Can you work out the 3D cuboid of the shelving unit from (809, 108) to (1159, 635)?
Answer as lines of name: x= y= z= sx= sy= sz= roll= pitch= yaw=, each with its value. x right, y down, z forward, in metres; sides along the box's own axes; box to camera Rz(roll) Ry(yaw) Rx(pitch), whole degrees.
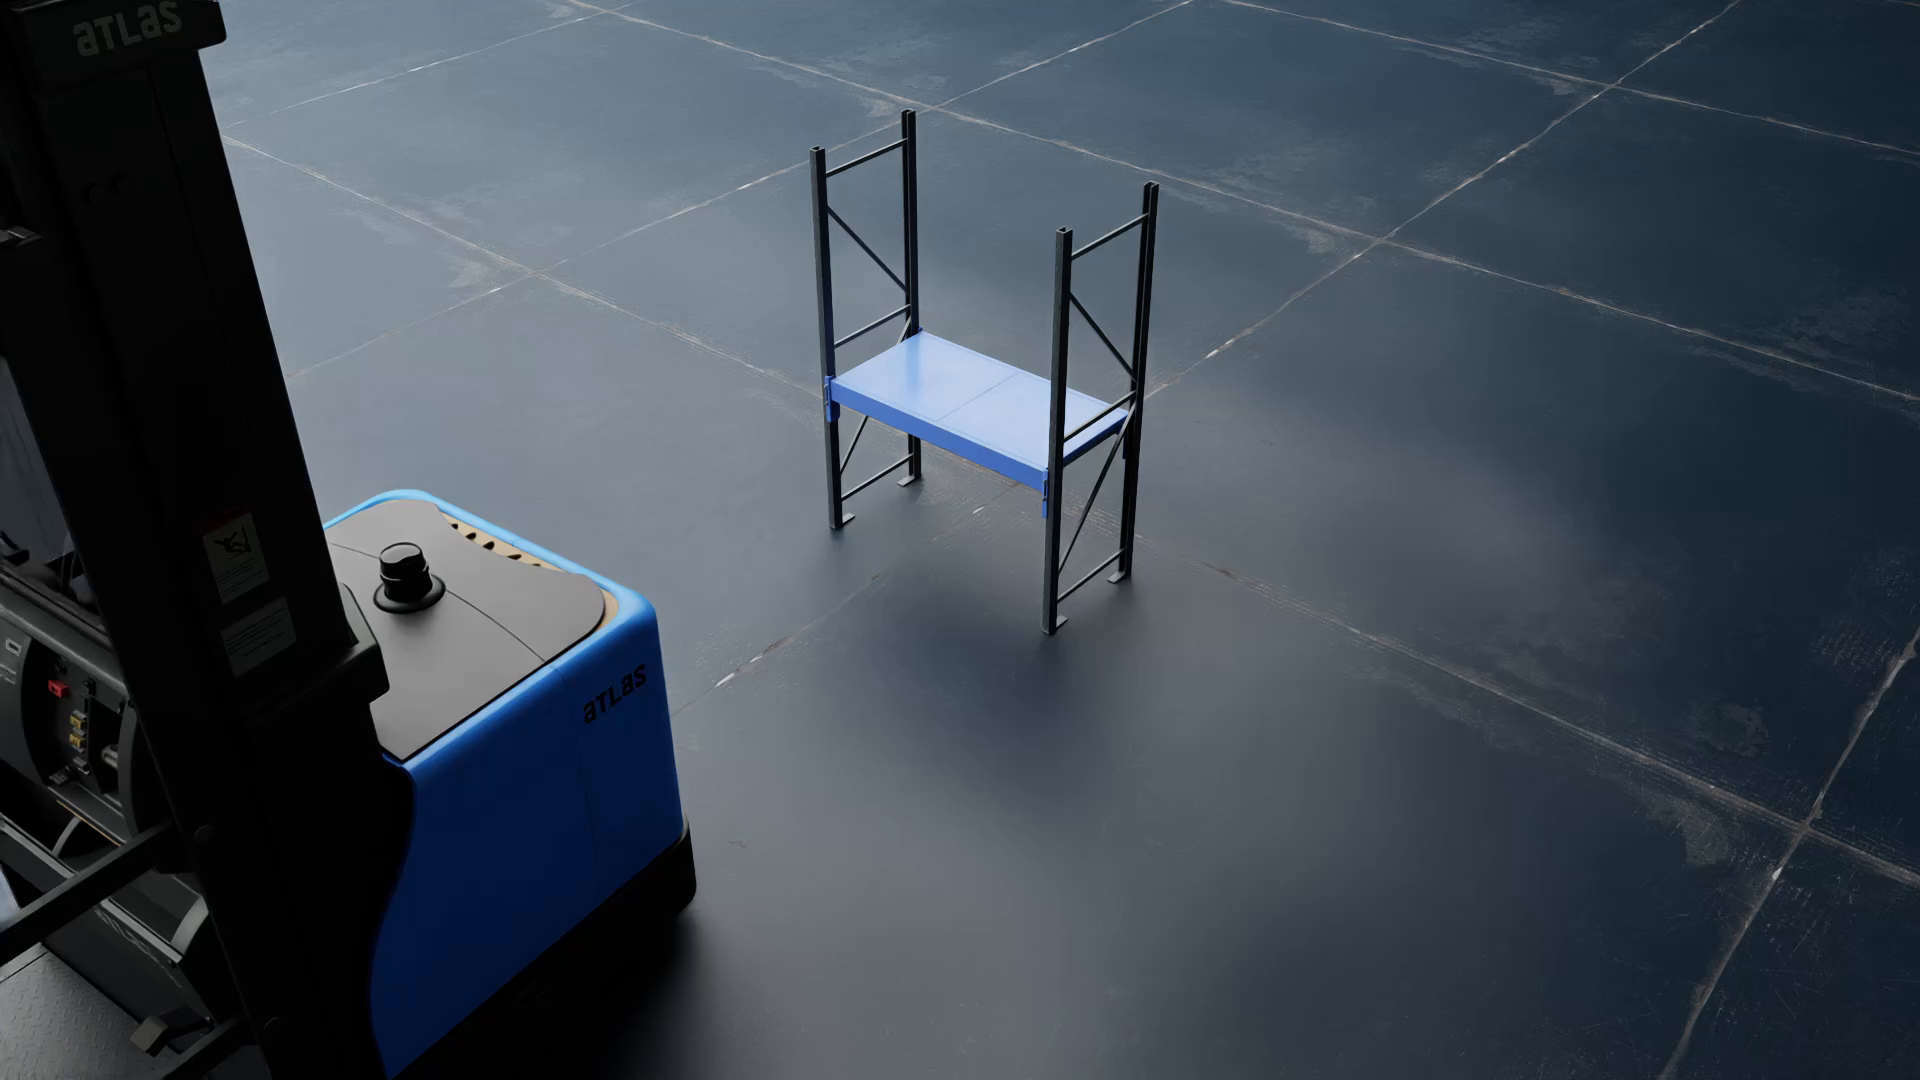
shelving unit: x=0.066 y=-0.587 z=5.780 sx=1.048 sy=1.500 sz=0.538 roll=25 pitch=42 yaw=32

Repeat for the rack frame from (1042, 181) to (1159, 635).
rack frame: x=0.456 y=-0.403 z=5.512 sx=0.032 sy=1.500 sz=0.500 roll=25 pitch=42 yaw=32

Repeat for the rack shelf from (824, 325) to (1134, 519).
rack shelf: x=0.066 y=-0.439 z=5.882 sx=1.000 sy=0.185 sz=0.538 roll=25 pitch=42 yaw=32

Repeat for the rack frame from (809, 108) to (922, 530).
rack frame: x=-0.325 y=-0.771 z=6.049 sx=0.032 sy=1.500 sz=0.500 roll=25 pitch=42 yaw=32

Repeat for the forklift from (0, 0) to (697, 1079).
forklift: x=-2.007 y=0.349 z=3.152 sx=1.130 sy=2.935 sz=3.031 roll=22 pitch=40 yaw=29
